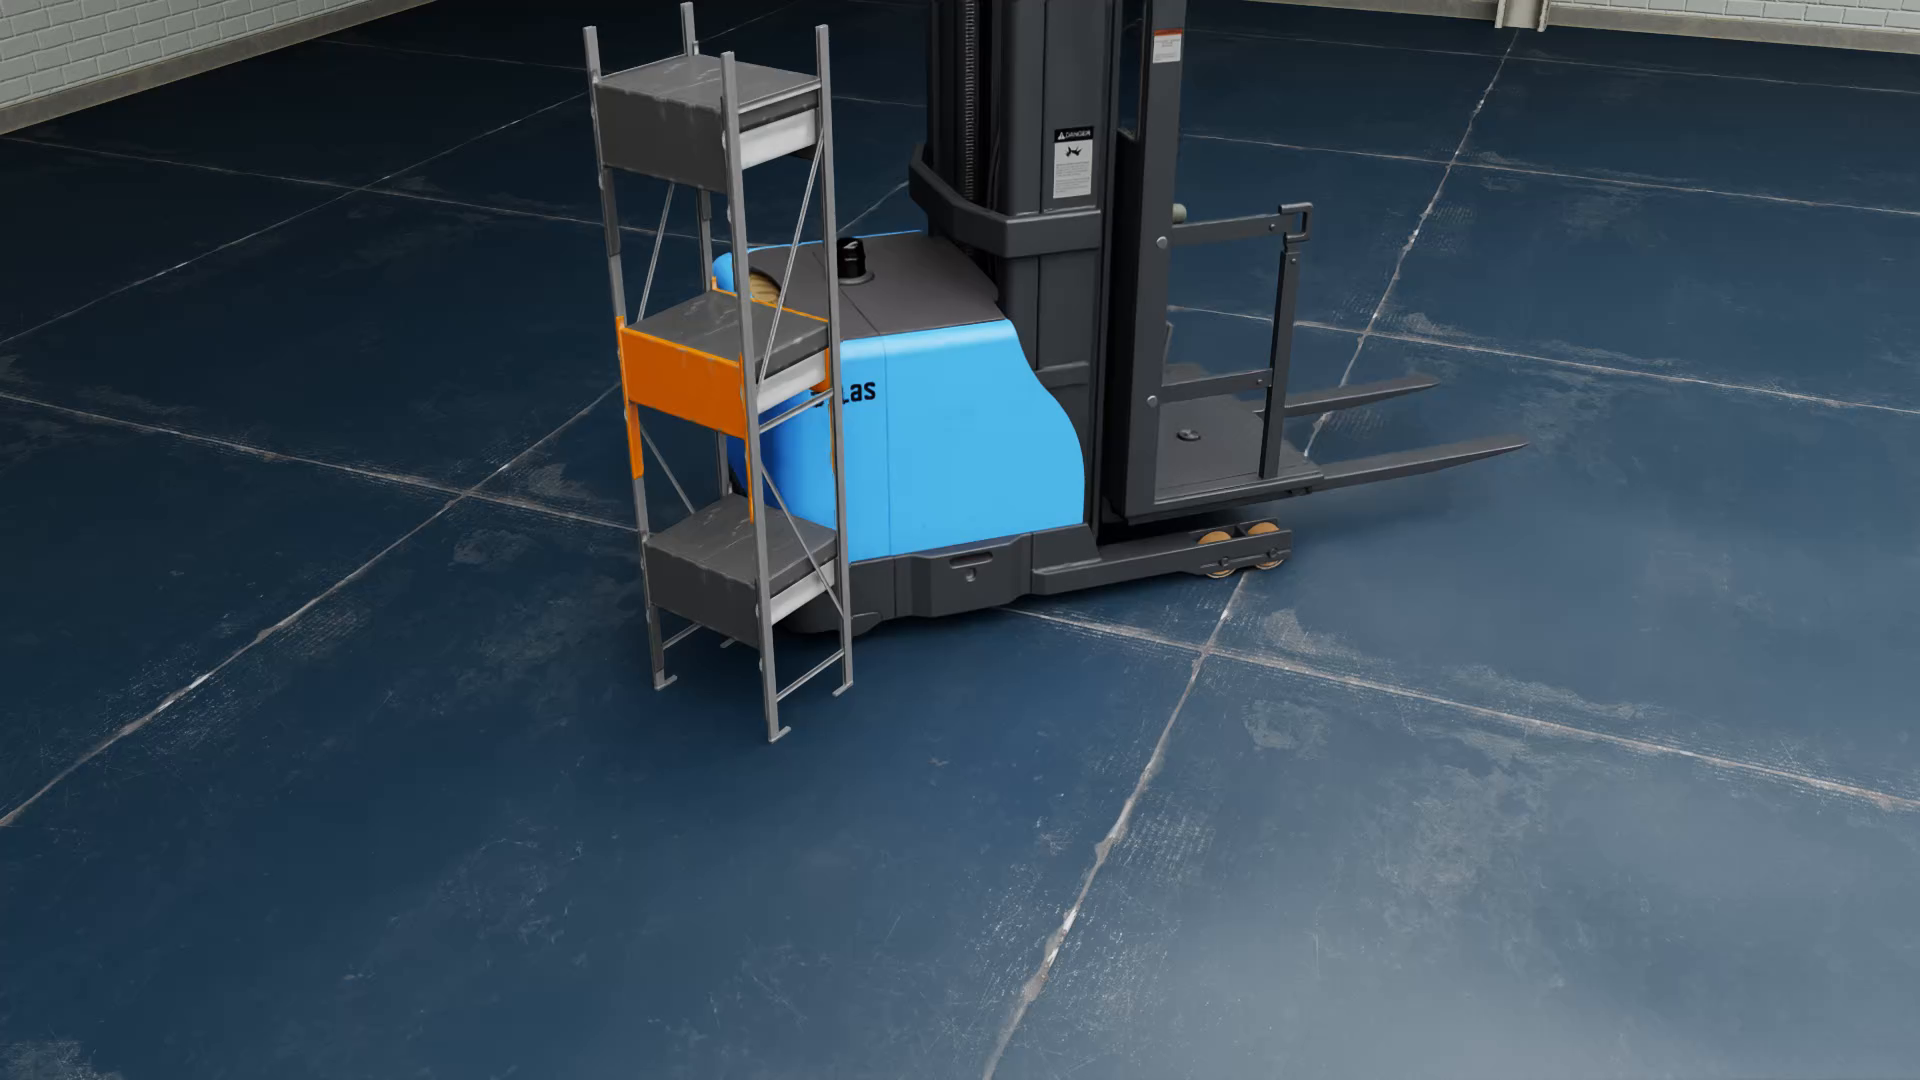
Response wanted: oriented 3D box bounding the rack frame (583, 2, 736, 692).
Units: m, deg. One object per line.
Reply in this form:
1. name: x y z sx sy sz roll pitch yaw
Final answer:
1. rack frame: -0.867 -0.505 5.010 0.015 2.100 0.400 19 35 30

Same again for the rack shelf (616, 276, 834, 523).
1. rack shelf: -0.668 -0.423 4.893 0.480 0.518 0.431 19 35 30

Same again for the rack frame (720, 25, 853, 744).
1. rack frame: -0.470 -0.365 4.763 0.015 2.100 0.400 19 35 30

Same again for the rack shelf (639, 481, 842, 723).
1. rack shelf: -0.668 0.186 5.237 0.480 0.518 0.431 19 35 30

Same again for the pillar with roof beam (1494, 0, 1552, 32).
1. pillar with roof beam: 3.038 -6.224 8.117 0.400 9.000 9.100 11 31 19

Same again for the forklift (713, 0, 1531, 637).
1. forklift: 0.684 -1.374 5.701 3.031 2.935 1.130 -10 31 -17

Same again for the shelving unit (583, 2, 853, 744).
1. shelving unit: -0.668 -0.435 4.886 0.503 2.100 0.431 19 35 30

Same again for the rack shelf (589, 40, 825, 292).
1. rack shelf: -0.668 -1.033 4.548 0.480 0.518 0.431 19 35 30
